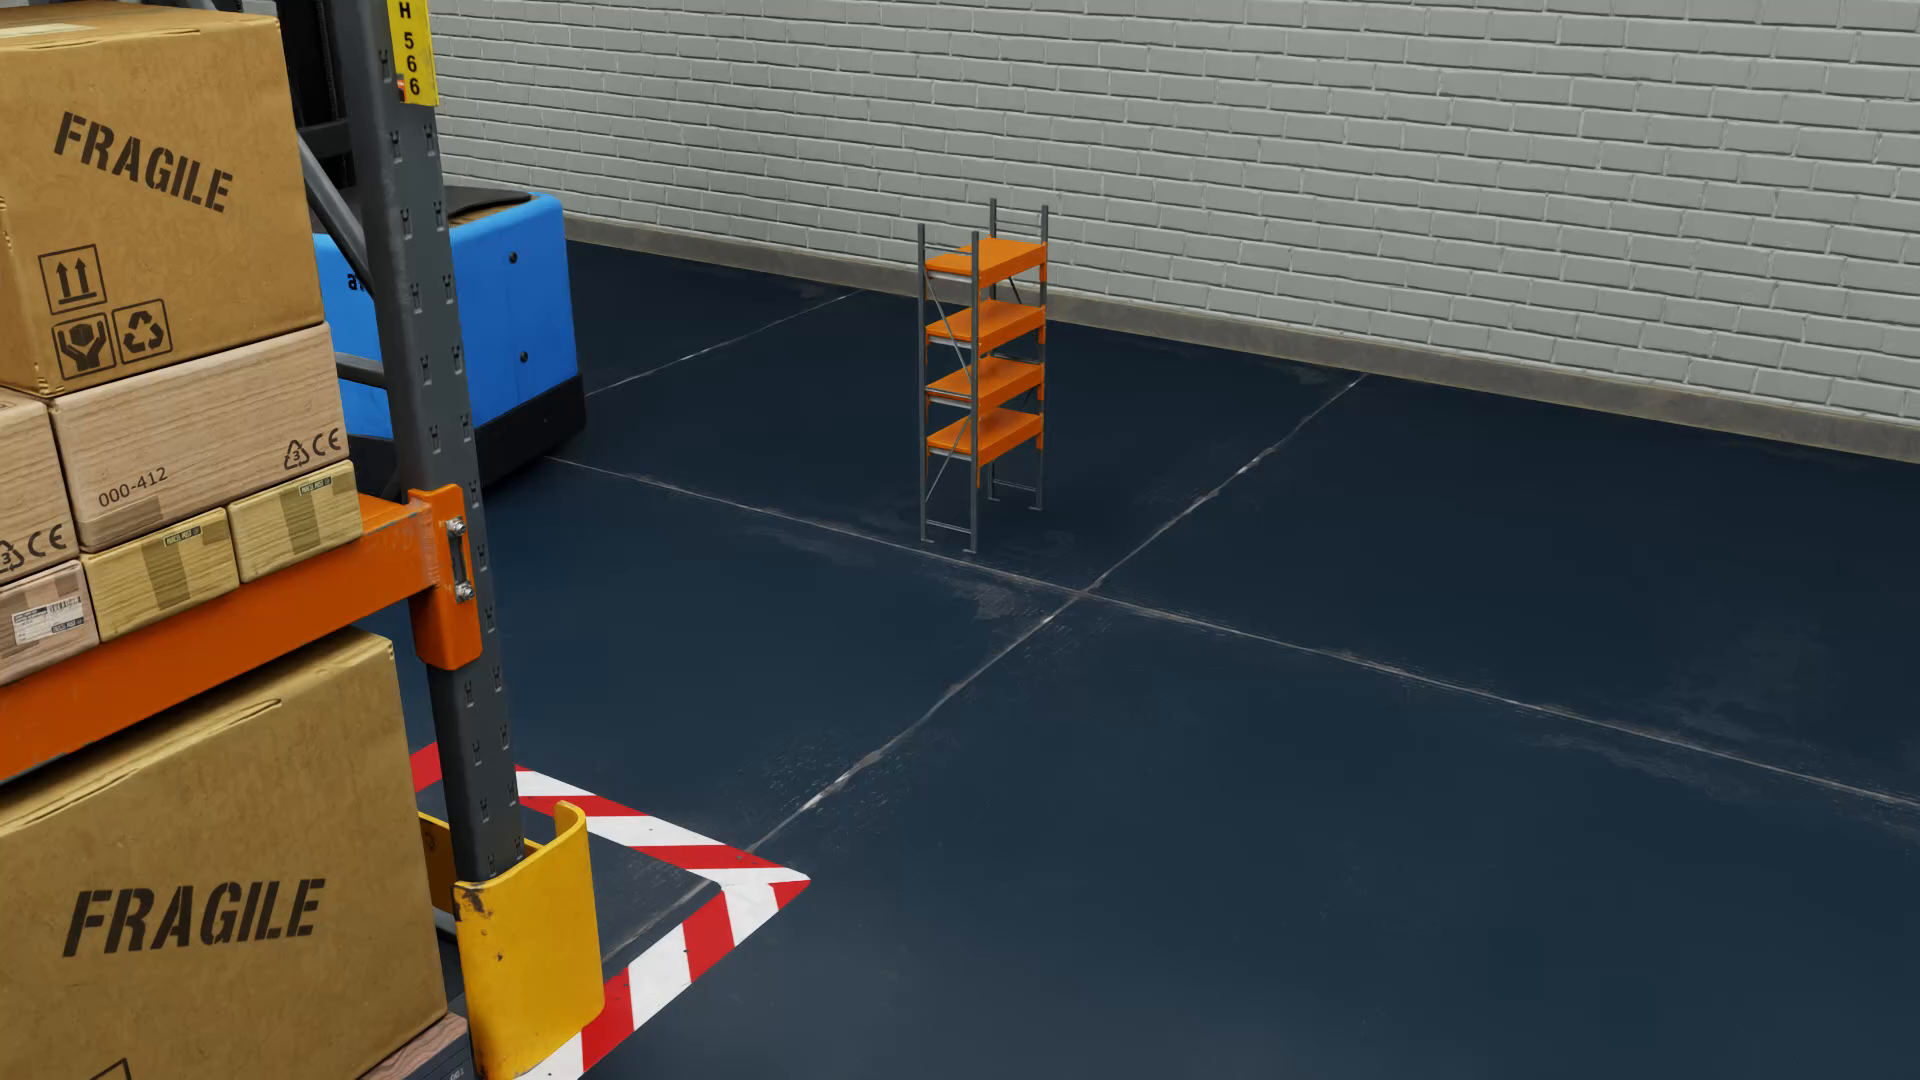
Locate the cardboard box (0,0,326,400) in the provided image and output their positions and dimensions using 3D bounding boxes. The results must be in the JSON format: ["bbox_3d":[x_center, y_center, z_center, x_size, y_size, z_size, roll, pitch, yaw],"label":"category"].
[{"bbox_3d":[-1.419,-0.570,2.661,0.500,0.500,0.500,14,27,30],"label":"cardboard box"}]

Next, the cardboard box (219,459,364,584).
[{"bbox_3d":[-1.294,-0.073,2.959,0.380,0.149,0.250,14,27,30],"label":"cardboard box"}]

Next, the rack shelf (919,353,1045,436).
[{"bbox_3d":[0.087,-0.545,6.167,0.258,0.148,0.480,14,27,29],"label":"rack shelf"}]

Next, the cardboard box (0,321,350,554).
[{"bbox_3d":[-1.416,-0.226,2.810,0.500,0.250,0.500,13,27,28],"label":"cardboard box"}]

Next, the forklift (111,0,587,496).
[{"bbox_3d":[-3.192,-1.807,6.735,3.031,2.935,1.130,8,25,18],"label":"forklift"}]

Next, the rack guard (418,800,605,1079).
[{"bbox_3d":[-1.373,0.762,3.861,1.175,0.500,0.348,14,27,29],"label":"rack guard"}]

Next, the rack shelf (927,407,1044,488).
[{"bbox_3d":[0.087,-0.363,6.246,0.258,0.148,0.480,14,27,29],"label":"rack shelf"}]

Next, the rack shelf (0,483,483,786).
[{"bbox_3d":[-2.441,0.628,1.930,1.077,0.370,4.000,14,27,29],"label":"rack shelf"}]

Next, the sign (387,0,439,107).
[{"bbox_3d":[-0.932,-0.899,2.795,0.100,0.325,0.005,14,27,29],"label":"sign"}]

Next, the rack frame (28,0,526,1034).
[{"bbox_3d":[-1.386,-0.377,3.346,1.000,3.000,0.127,14,27,29],"label":"rack frame"}]

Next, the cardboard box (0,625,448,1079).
[{"bbox_3d":[-1.655,0.638,3.147,0.875,0.875,0.875,14,27,29],"label":"cardboard box"}]

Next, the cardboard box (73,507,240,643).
[{"bbox_3d":[-1.429,0.015,2.755,0.380,0.149,0.250,14,27,29],"label":"cardboard box"}]

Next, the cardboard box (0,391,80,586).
[{"bbox_3d":[-1.684,-0.055,2.415,0.500,0.250,0.500,13,27,28],"label":"cardboard box"}]

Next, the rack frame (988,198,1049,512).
[{"bbox_3d":[0.216,-0.689,6.331,0.240,1.200,0.015,14,27,29],"label":"rack frame"}]

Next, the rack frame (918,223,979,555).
[{"bbox_3d":[-0.041,-0.524,5.950,0.240,1.200,0.015,14,27,29],"label":"rack frame"}]

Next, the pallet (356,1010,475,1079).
[{"bbox_3d":[-1.741,1.189,3.239,1.003,0.211,1.213,14,27,29],"label":"pallet"}]

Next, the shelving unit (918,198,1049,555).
[{"bbox_3d":[0.087,-0.606,6.141,0.258,1.200,0.503,14,27,29],"label":"shelving unit"}]

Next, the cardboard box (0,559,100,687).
[{"bbox_3d":[-1.563,0.100,2.559,0.380,0.149,0.250,14,27,29],"label":"cardboard box"}]

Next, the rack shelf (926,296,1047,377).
[{"bbox_3d":[0.087,-0.750,6.079,0.258,0.148,0.480,14,27,29],"label":"rack shelf"}]

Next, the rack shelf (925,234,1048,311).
[{"bbox_3d":[0.087,-0.967,5.985,0.258,0.148,0.480,14,27,29],"label":"rack shelf"}]
